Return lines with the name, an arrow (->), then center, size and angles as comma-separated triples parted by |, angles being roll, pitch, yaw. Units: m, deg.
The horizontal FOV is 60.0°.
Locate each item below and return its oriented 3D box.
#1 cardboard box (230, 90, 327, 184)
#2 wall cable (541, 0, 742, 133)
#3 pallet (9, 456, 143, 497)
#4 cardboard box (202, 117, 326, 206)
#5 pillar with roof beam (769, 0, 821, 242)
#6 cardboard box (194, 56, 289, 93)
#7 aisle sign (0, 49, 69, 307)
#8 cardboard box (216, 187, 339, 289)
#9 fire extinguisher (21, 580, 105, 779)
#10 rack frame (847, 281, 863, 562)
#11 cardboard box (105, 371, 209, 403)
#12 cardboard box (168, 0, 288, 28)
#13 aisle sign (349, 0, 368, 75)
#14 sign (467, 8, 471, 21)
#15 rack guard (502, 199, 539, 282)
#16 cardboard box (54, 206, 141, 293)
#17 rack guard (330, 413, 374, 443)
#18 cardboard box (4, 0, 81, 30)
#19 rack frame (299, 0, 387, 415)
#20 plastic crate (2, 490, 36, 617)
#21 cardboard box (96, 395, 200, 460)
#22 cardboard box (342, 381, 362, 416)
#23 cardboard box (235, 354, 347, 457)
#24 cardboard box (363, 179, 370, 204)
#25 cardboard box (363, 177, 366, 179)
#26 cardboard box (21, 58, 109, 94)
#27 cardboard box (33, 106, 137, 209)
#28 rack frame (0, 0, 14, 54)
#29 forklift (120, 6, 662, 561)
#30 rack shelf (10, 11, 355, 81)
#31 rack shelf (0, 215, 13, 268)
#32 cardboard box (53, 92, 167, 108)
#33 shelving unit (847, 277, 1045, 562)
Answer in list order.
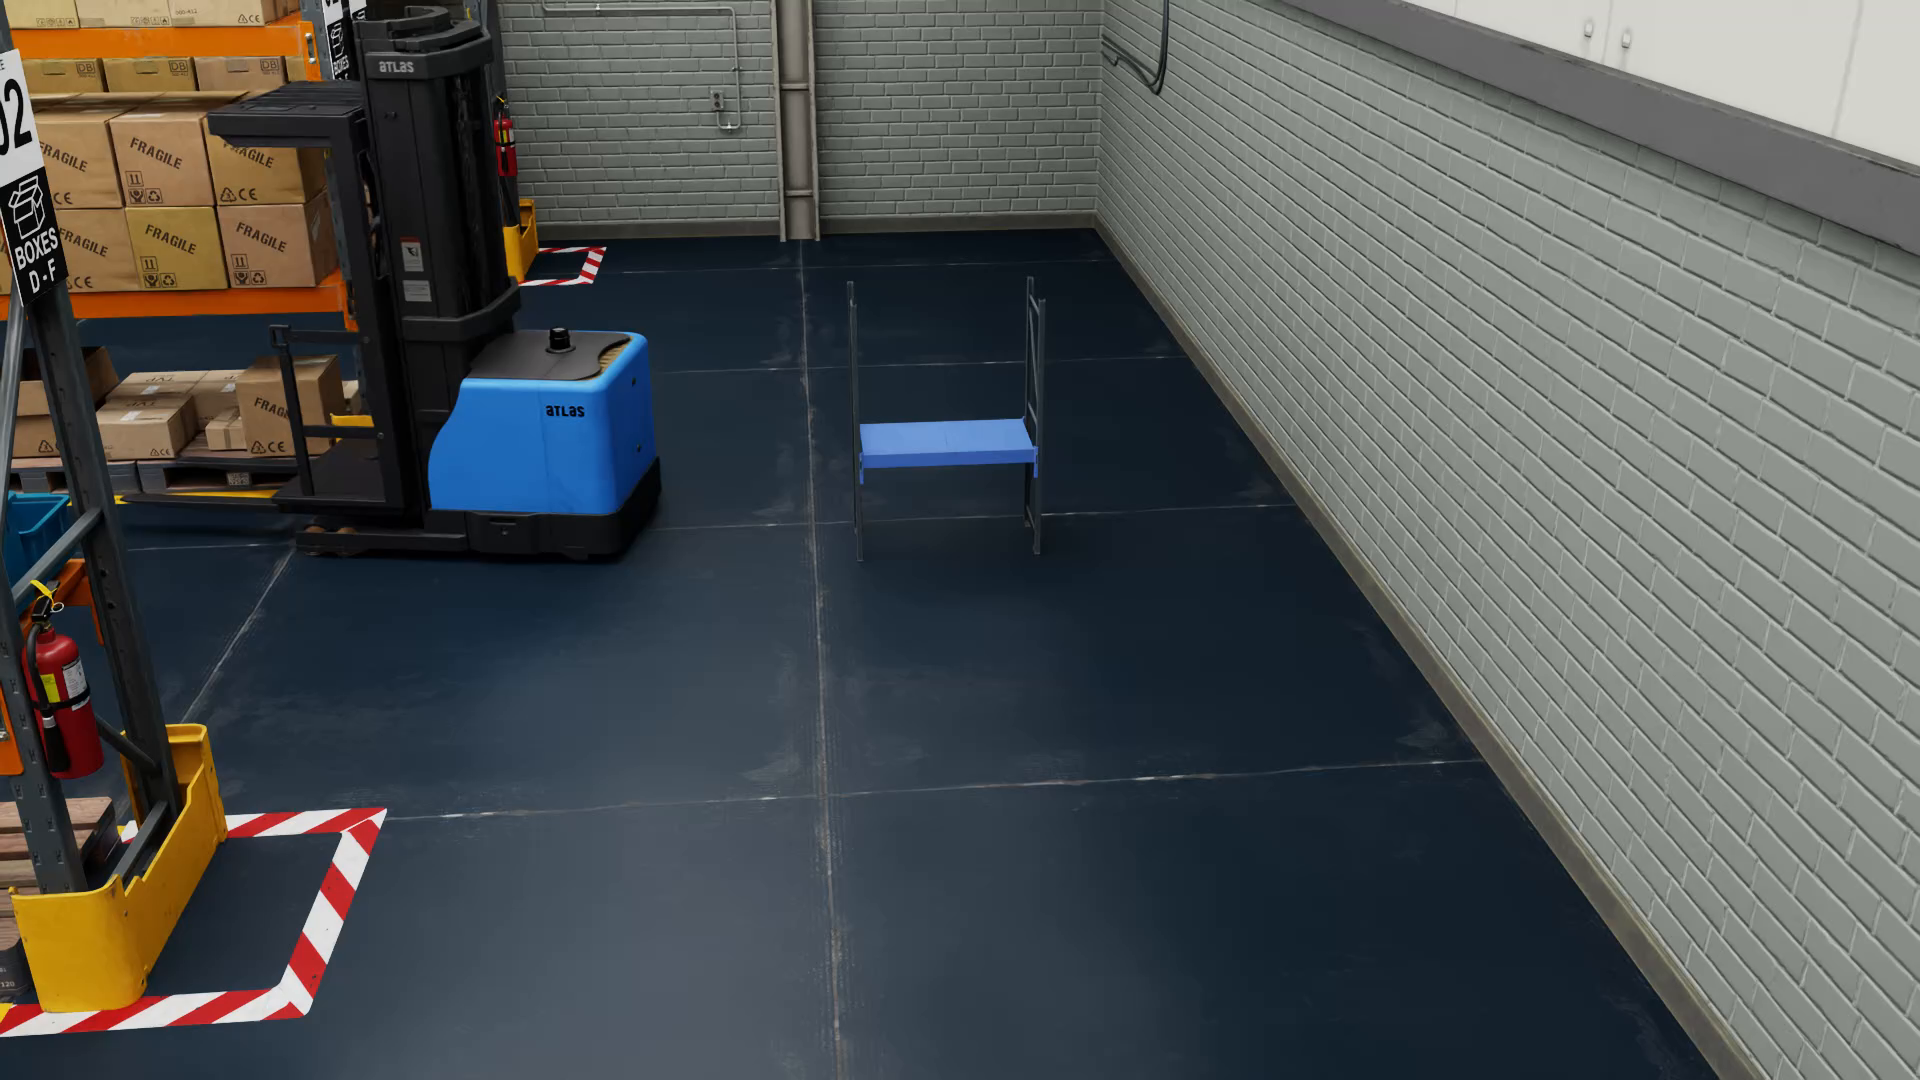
cardboard box -> -4.163, -2.507, 10.343 | 0.500, 0.500, 0.500 | -2, 24, -4
wall cable -> -3.005, -4.815, 15.639 | 1.851, 1.984, 0.084 | -2, 24, -5
pallet -> -5.776, -0.558, 10.747 | 1.213, 0.211, 1.003 | -2, 24, -5
cardboard box -> -4.112, -2.289, 9.853 | 0.500, 0.500, 0.500 | -3, 24, -6
pillar with roof beam -> -1.161, -5.376, 10.766 | 0.400, 9.000, 9.100 | -2, 24, -5
cardboard box -> -6.176, -3.970, 14.619 | 0.700, 0.700, 0.980 | -3, 24, -8
aisle sign -> -3.170, -1.224, 5.610 | 0.004, 0.787, 0.394 | -2, 24, -5
cardboard box -> -4.115, -1.833, 10.058 | 0.500, 0.500, 0.500 | -2, 24, -4
fire extinguisher -> -3.018, 0.470, 5.553 | 0.183, 0.674, 0.296 | -2, 24, -5
rack frame -> -0.591, -0.662, 9.392 | 0.032, 1.500, 0.500 | -2, 24, -5
cardboard box -> -5.260, -0.913, 10.955 | 0.500, 0.250, 0.500 | -2, 24, -5
cardboard box -> -4.181, -3.090, 9.501 | 0.500, 0.250, 0.500 | -2, 24, -5
aisle sign -> -3.657, -3.225, 10.111 | 0.004, 0.787, 0.394 | -2, 24, -5
sign -> -4.147, -4.335, 14.093 | 0.005, 0.325, 0.100 | -2, 24, -5
rack guard -> -4.163, -2.776, 15.380 | 0.348, 0.500, 1.175 | -2, 24, -5
cardboard box -> -5.128, -1.793, 9.968 | 0.500, 0.500, 0.500 | -2, 24, -5
rack guard -> -3.772, -0.770, 10.867 | 0.348, 0.500, 1.175 | -2, 24, -5
cardboard box -> -5.176, -3.050, 9.410 | 0.500, 0.250, 0.500 | -2, 24, -5
rack frame -> -3.696, -1.915, 10.366 | 0.127, 3.000, 1.000 | -2, 24, -5
plastic crate -> -3.528, 0.132, 5.642 | 0.499, 0.435, 0.616 | -2, 24, -5
cardboard box -> -5.161, -0.713, 10.504 | 0.500, 0.250, 0.500 | -2, 24, -5
cardboard box -> -4.146, -0.936, 11.131 | 0.250, 0.149, 0.380 | -2, 24, -5
cardboard box -> -4.213, -0.853, 10.512 | 0.500, 0.500, 0.500 | -2, 24, -5
cardboard box -> -5.237, -3.106, 14.807 | 0.250, 0.149, 0.380 | -2, 24, -4
cardboard box -> -5.273, -3.260, 15.154 | 0.250, 0.149, 0.380 | -2, 24, -5
cardboard box -> -7.626, -3.910, 14.484 | 0.700, 0.700, 0.980 | -2, 24, -4
cardboard box -> -5.130, -2.246, 9.756 | 0.500, 0.500, 0.500 | -2, 24, -4
rack frame -> -3.213, -2.654, 4.643 | 0.127, 3.000, 1.000 | -2, 24, -5
forklift -> -3.386, -1.453, 9.411 | 3.031, 2.935, 1.130 | 2, 24, 5
rack shelf -> -5.686, -2.877, 9.723 | 4.000, 0.370, 1.077 | -2, 24, -5
rack shelf -> -5.203, -0.875, 5.219 | 4.000, 0.370, 1.077 | -2, 24, -5
cardboard box -> -5.181, -2.465, 10.248 | 0.500, 0.500, 0.500 | -2, 24, -4
shelving unit -> -0.085, -0.682, 9.438 | 1.048, 1.500, 0.538 | -2, 24, -5
